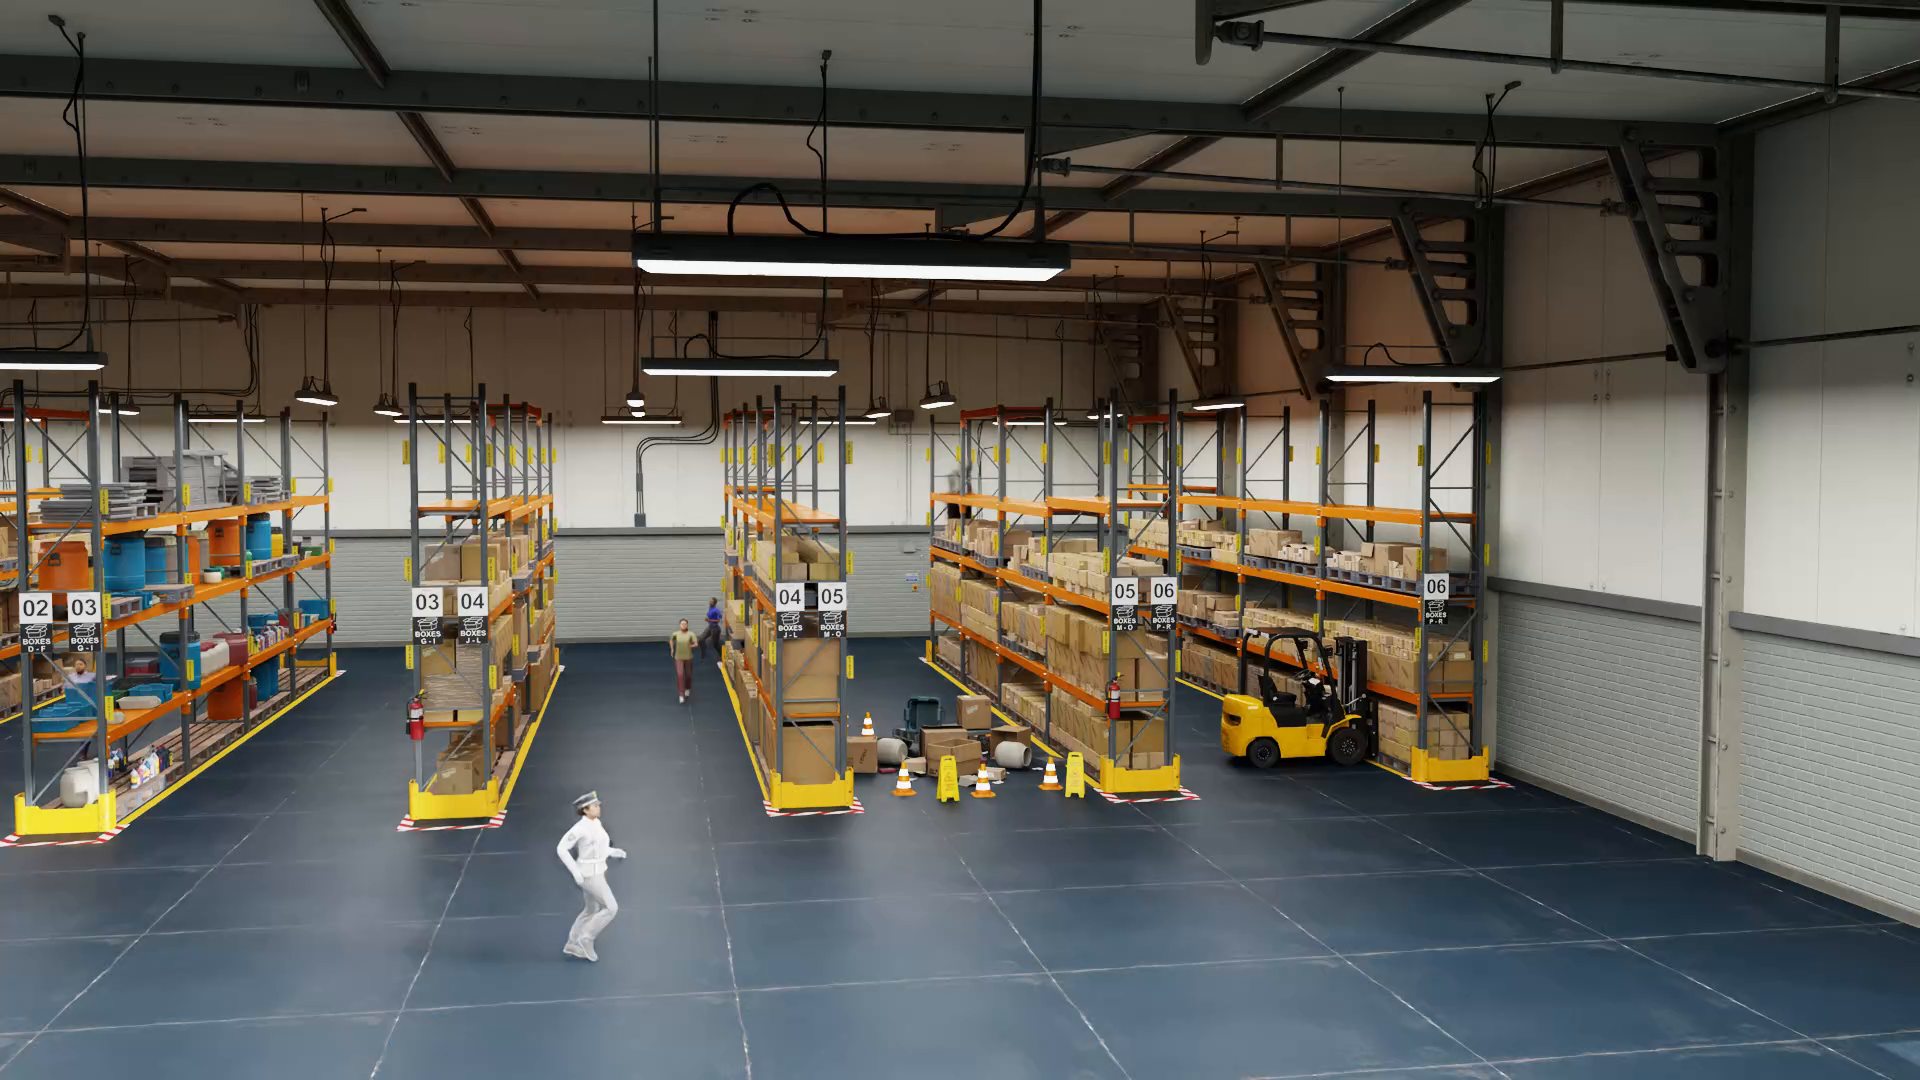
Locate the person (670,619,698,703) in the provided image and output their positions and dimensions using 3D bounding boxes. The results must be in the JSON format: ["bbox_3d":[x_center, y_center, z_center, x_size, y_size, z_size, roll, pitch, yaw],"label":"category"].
[{"bbox_3d":[-5.615,2.425,33.850,0.573,1.658,0.966,-1,3,-11],"label":"person"}]

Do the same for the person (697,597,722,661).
[{"bbox_3d":[-5.973,2.178,40.490,0.702,1.620,0.772,-2,4,-36],"label":"person"}]

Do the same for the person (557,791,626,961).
[{"bbox_3d":[-3.626,3.318,16.456,0.656,1.674,0.587,0,3,5],"label":"person"}]

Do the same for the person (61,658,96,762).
[{"bbox_3d":[-14.467,2.766,27.382,0.608,1.647,0.880,-1,3,-13],"label":"person"}]
